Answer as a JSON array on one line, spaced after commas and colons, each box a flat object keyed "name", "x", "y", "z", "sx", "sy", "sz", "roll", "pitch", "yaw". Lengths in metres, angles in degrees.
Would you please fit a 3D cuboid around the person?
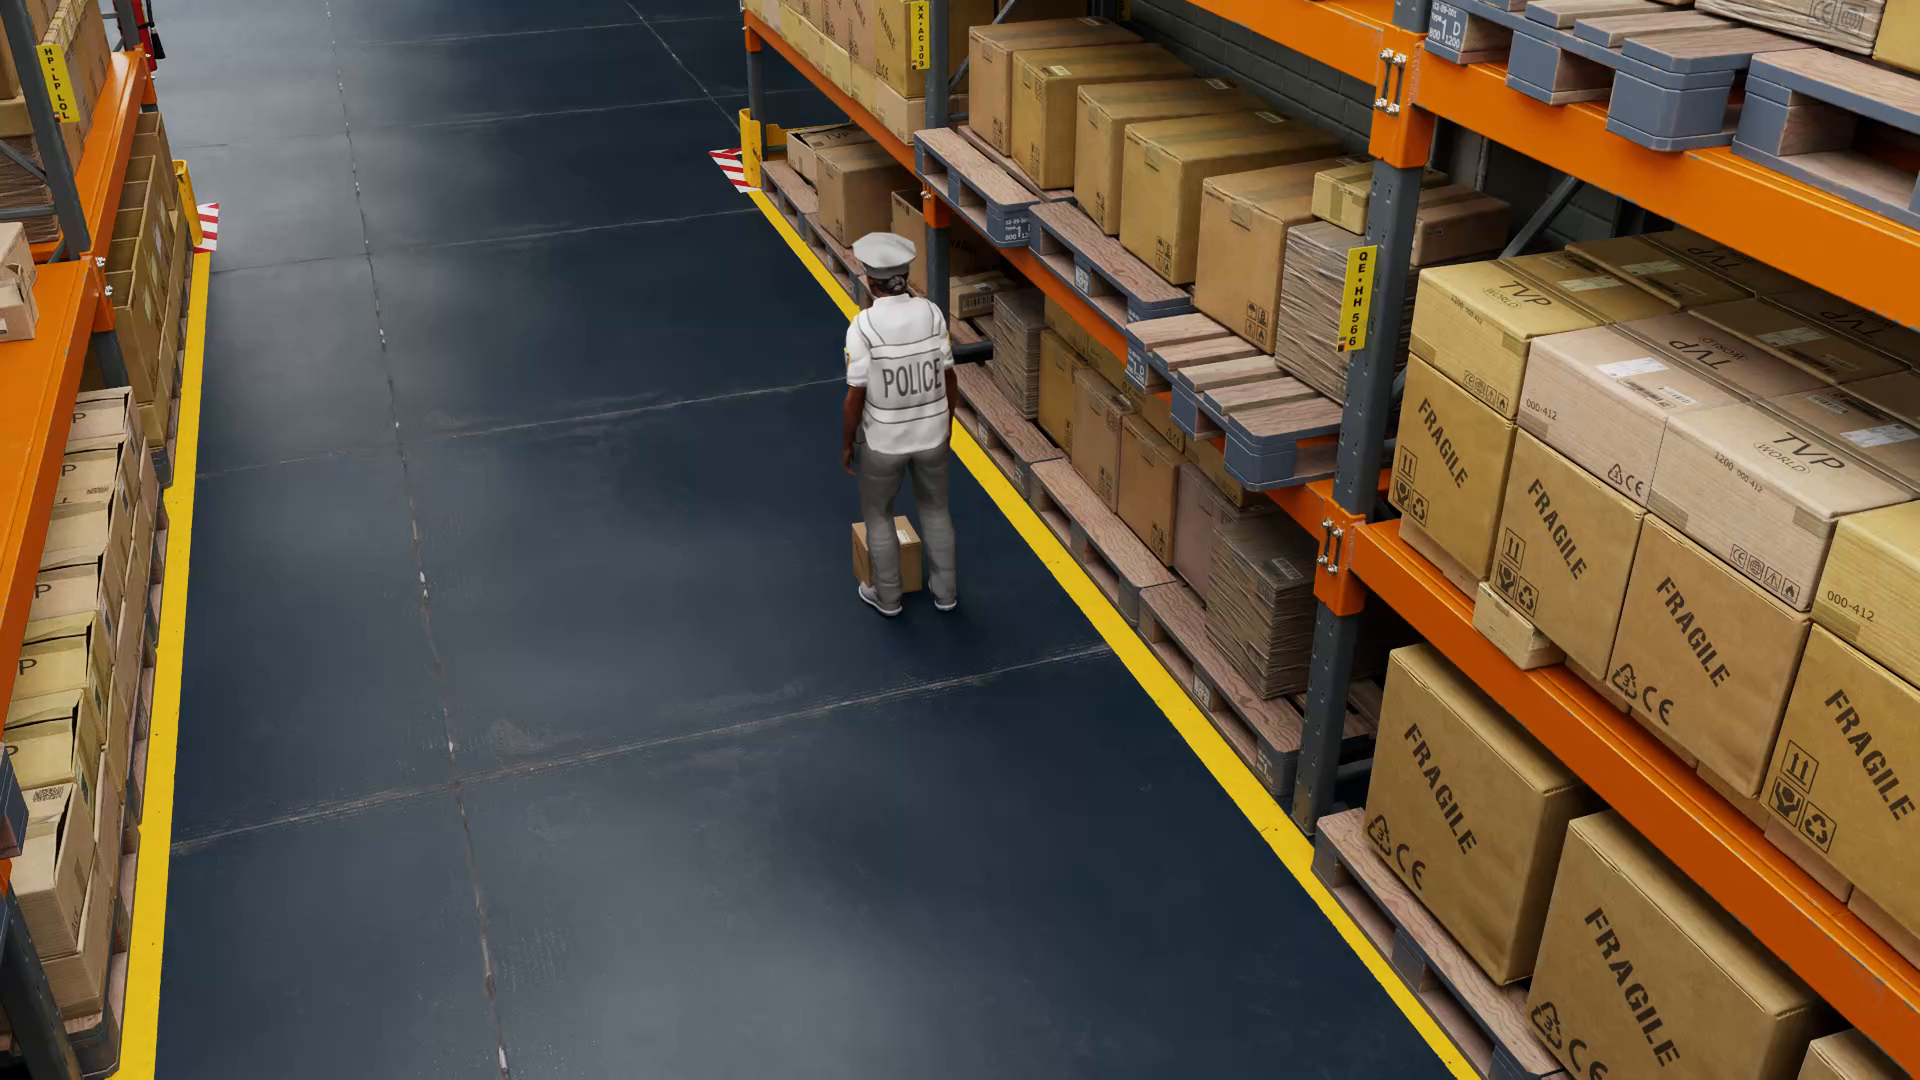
[{"name": "person", "x": -0.242, "y": -0.433, "z": 6.878, "sx": 0.532, "sy": 1.661, "sz": 0.422, "roll": -12, "pitch": 32, "yaw": -20}]
